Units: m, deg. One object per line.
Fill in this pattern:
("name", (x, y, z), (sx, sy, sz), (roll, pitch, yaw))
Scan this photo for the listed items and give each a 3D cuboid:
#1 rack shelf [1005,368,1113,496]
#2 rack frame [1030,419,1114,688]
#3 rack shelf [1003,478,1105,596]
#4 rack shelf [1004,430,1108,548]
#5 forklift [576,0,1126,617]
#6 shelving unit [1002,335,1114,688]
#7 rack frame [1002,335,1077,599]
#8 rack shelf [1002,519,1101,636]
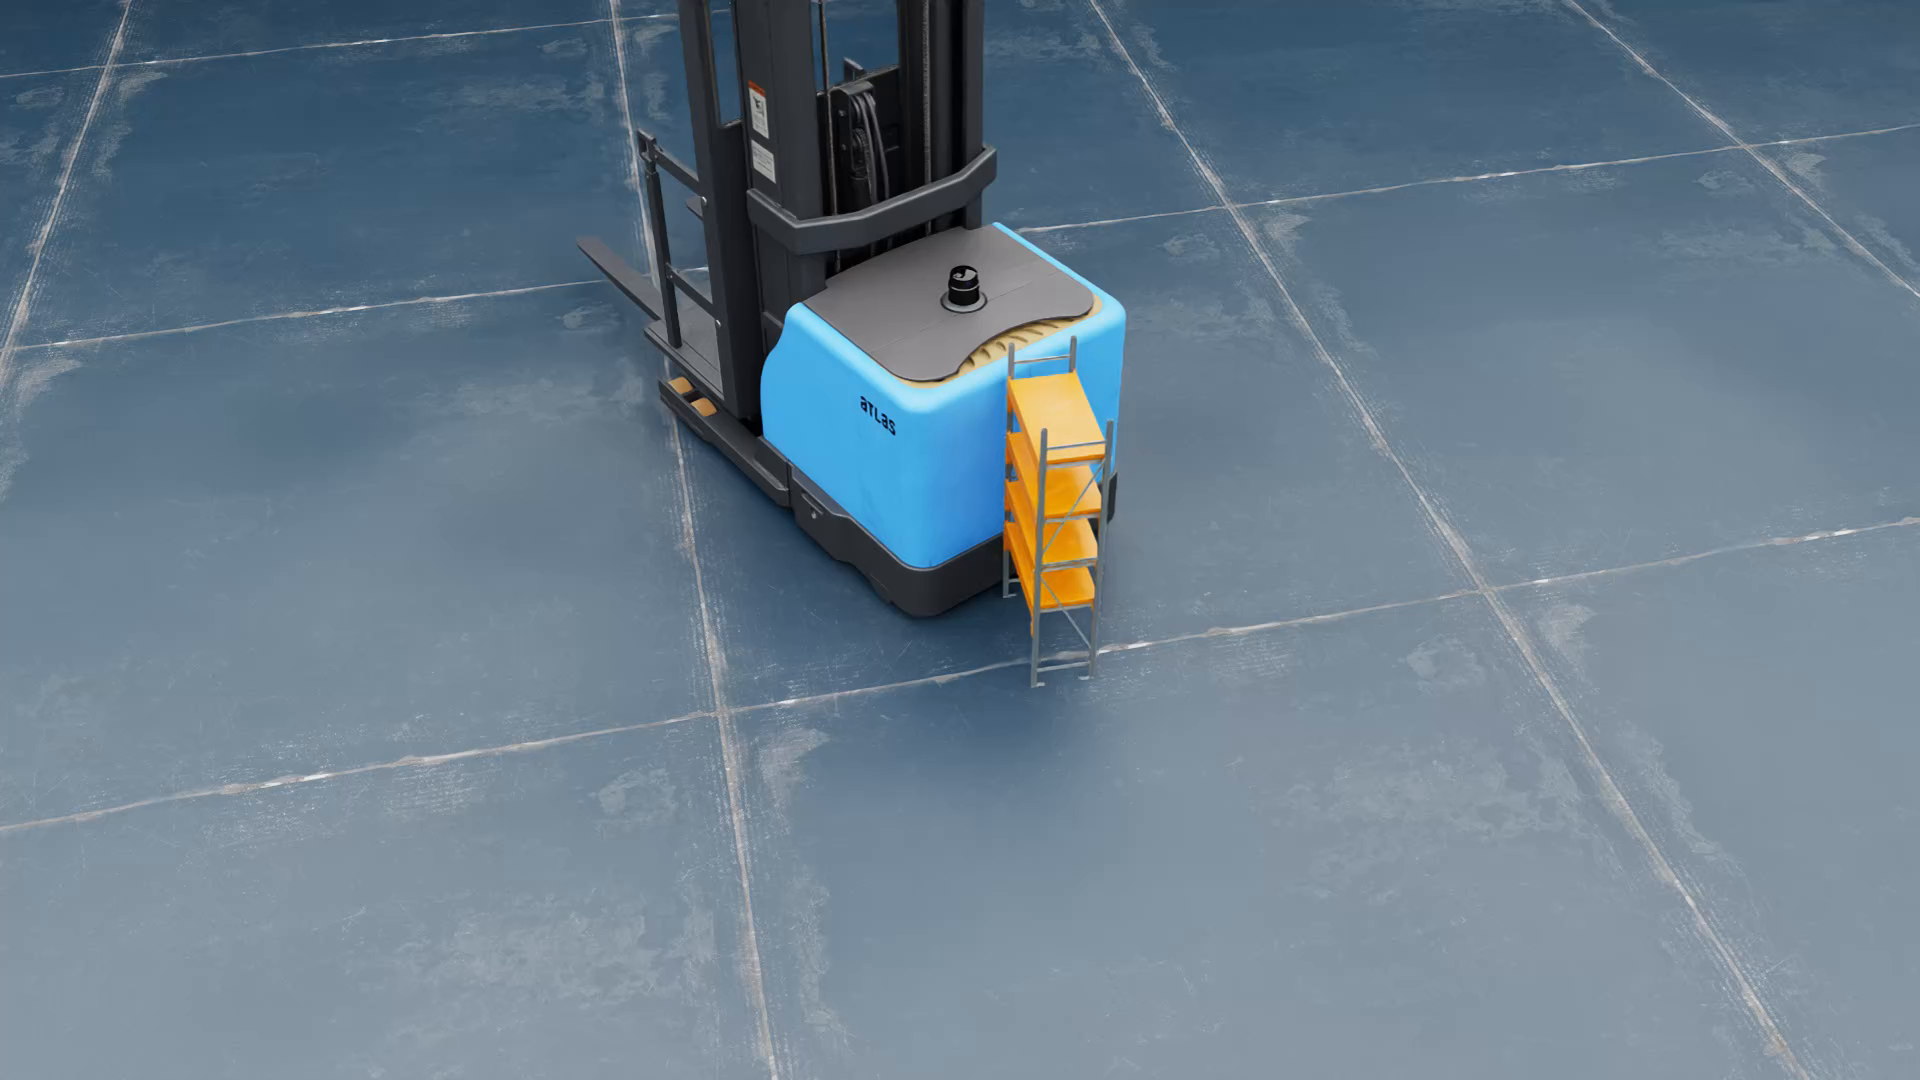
("rack shelf", (0.332, -0.374, 5.676), (0.258, 0.148, 0.480), (-7, 42, -8))
("rack frame", (0.379, 0.079, 5.758), (0.240, 1.200, 0.015), (-7, 42, -8))
("rack shelf", (0.332, -0.030, 5.981), (0.258, 0.148, 0.480), (-7, 42, -8))
("rack shelf", (0.332, -0.197, 5.833), (0.258, 0.148, 0.480), (-7, 42, -8))
("forklift", (-0.670, -1.728, 6.489), (1.130, 2.935, 3.031), (-27, 48, -27))
("shelving unit", (0.332, -0.080, 5.937), (0.258, 1.200, 0.503), (-7, 42, -8))
("rack frame", (0.285, -0.239, 6.116), (0.240, 1.200, 0.015), (-7, 42, -8))
("rack shelf", (0.332, 0.118, 6.113), (0.258, 0.148, 0.480), (-7, 42, -8))
